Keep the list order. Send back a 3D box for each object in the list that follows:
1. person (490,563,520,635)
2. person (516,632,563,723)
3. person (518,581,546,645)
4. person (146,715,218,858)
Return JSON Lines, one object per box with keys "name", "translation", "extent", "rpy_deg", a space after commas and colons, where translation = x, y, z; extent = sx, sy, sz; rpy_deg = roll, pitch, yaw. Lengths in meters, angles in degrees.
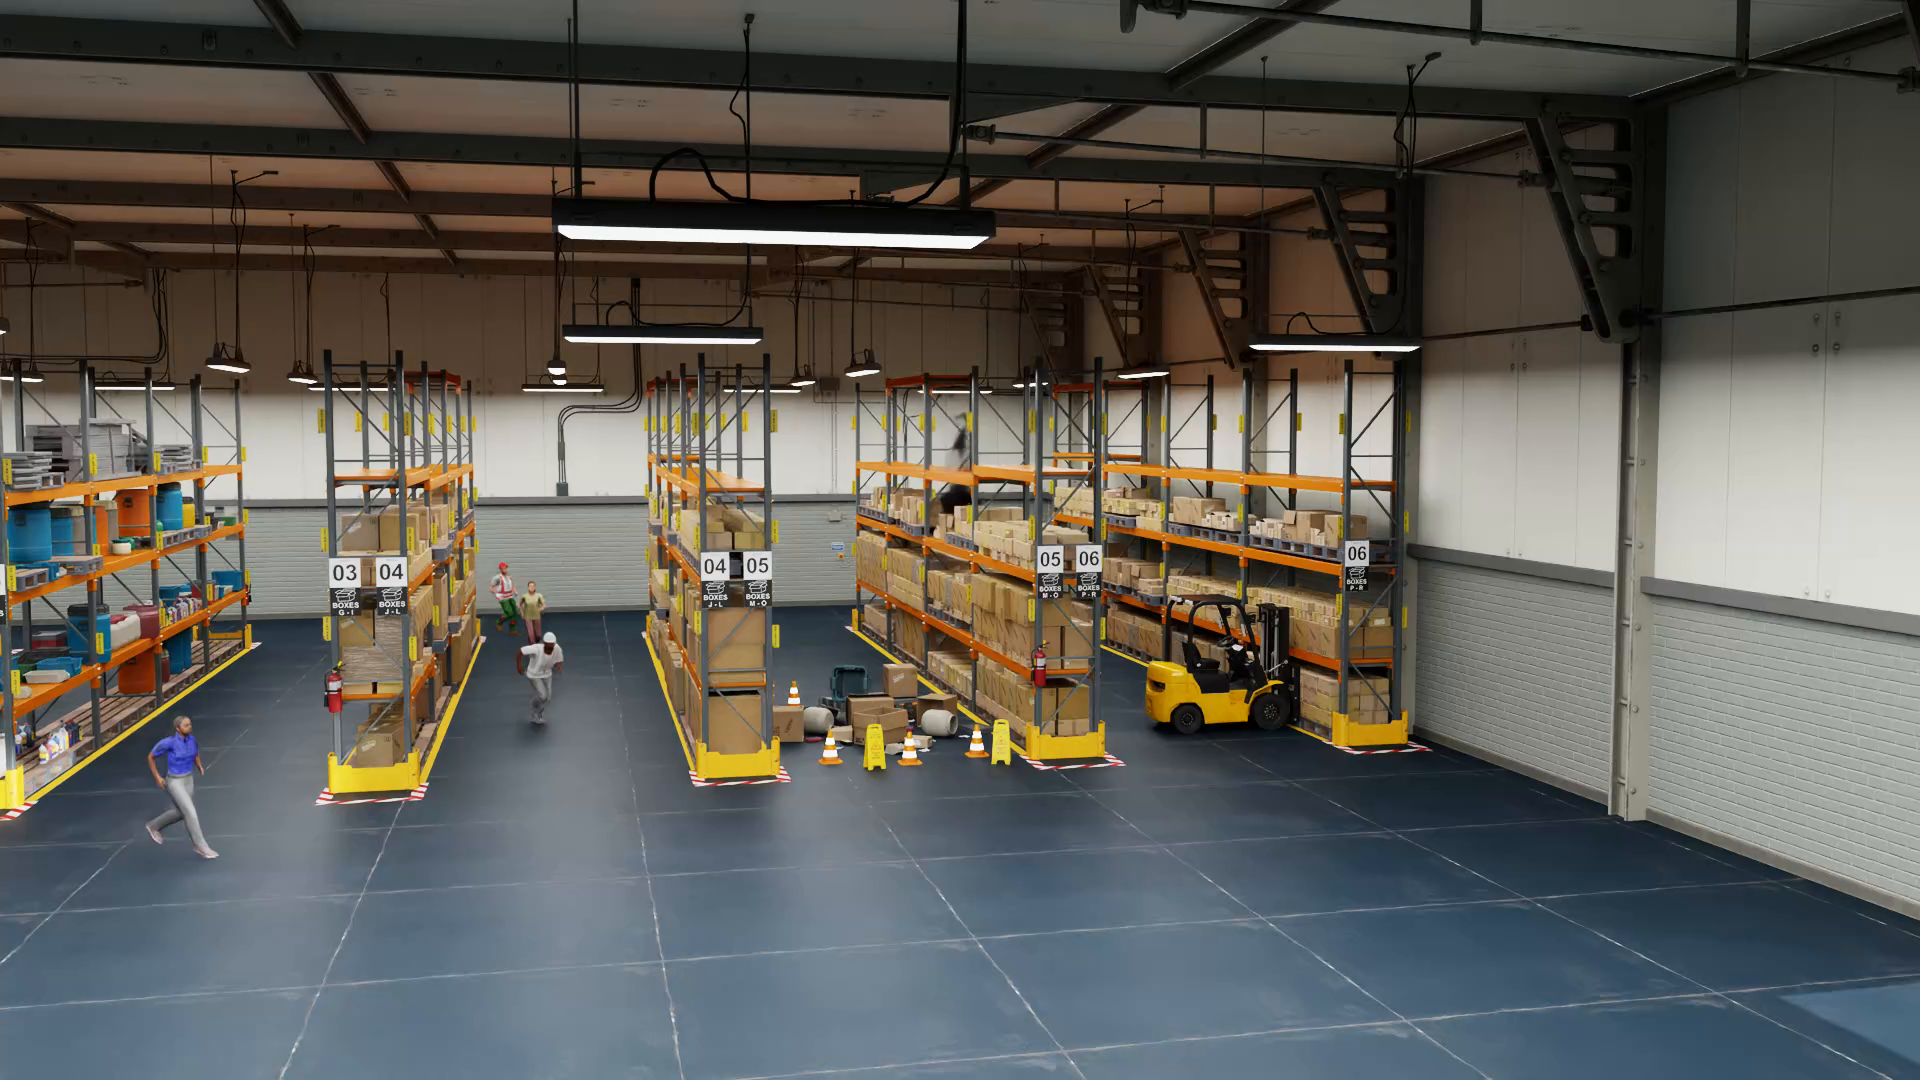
{"name": "person", "translation": [-10.750, 1.399, 39.345], "extent": [0.542, 1.745, 0.711], "rpy_deg": [2, 4, 25]}
{"name": "person", "translation": [-6.954, 2.296, 27.565], "extent": [0.734, 1.578, 0.838], "rpy_deg": [-4, 5, -42]}
{"name": "person", "translation": [-9.201, 1.695, 35.768], "extent": [0.579, 1.632, 0.694], "rpy_deg": [-1, 4, -15]}
{"name": "person", "translation": [-9.075, 2.844, 19.283], "extent": [0.975, 1.656, 0.600], "rpy_deg": [1, 4, 17]}
